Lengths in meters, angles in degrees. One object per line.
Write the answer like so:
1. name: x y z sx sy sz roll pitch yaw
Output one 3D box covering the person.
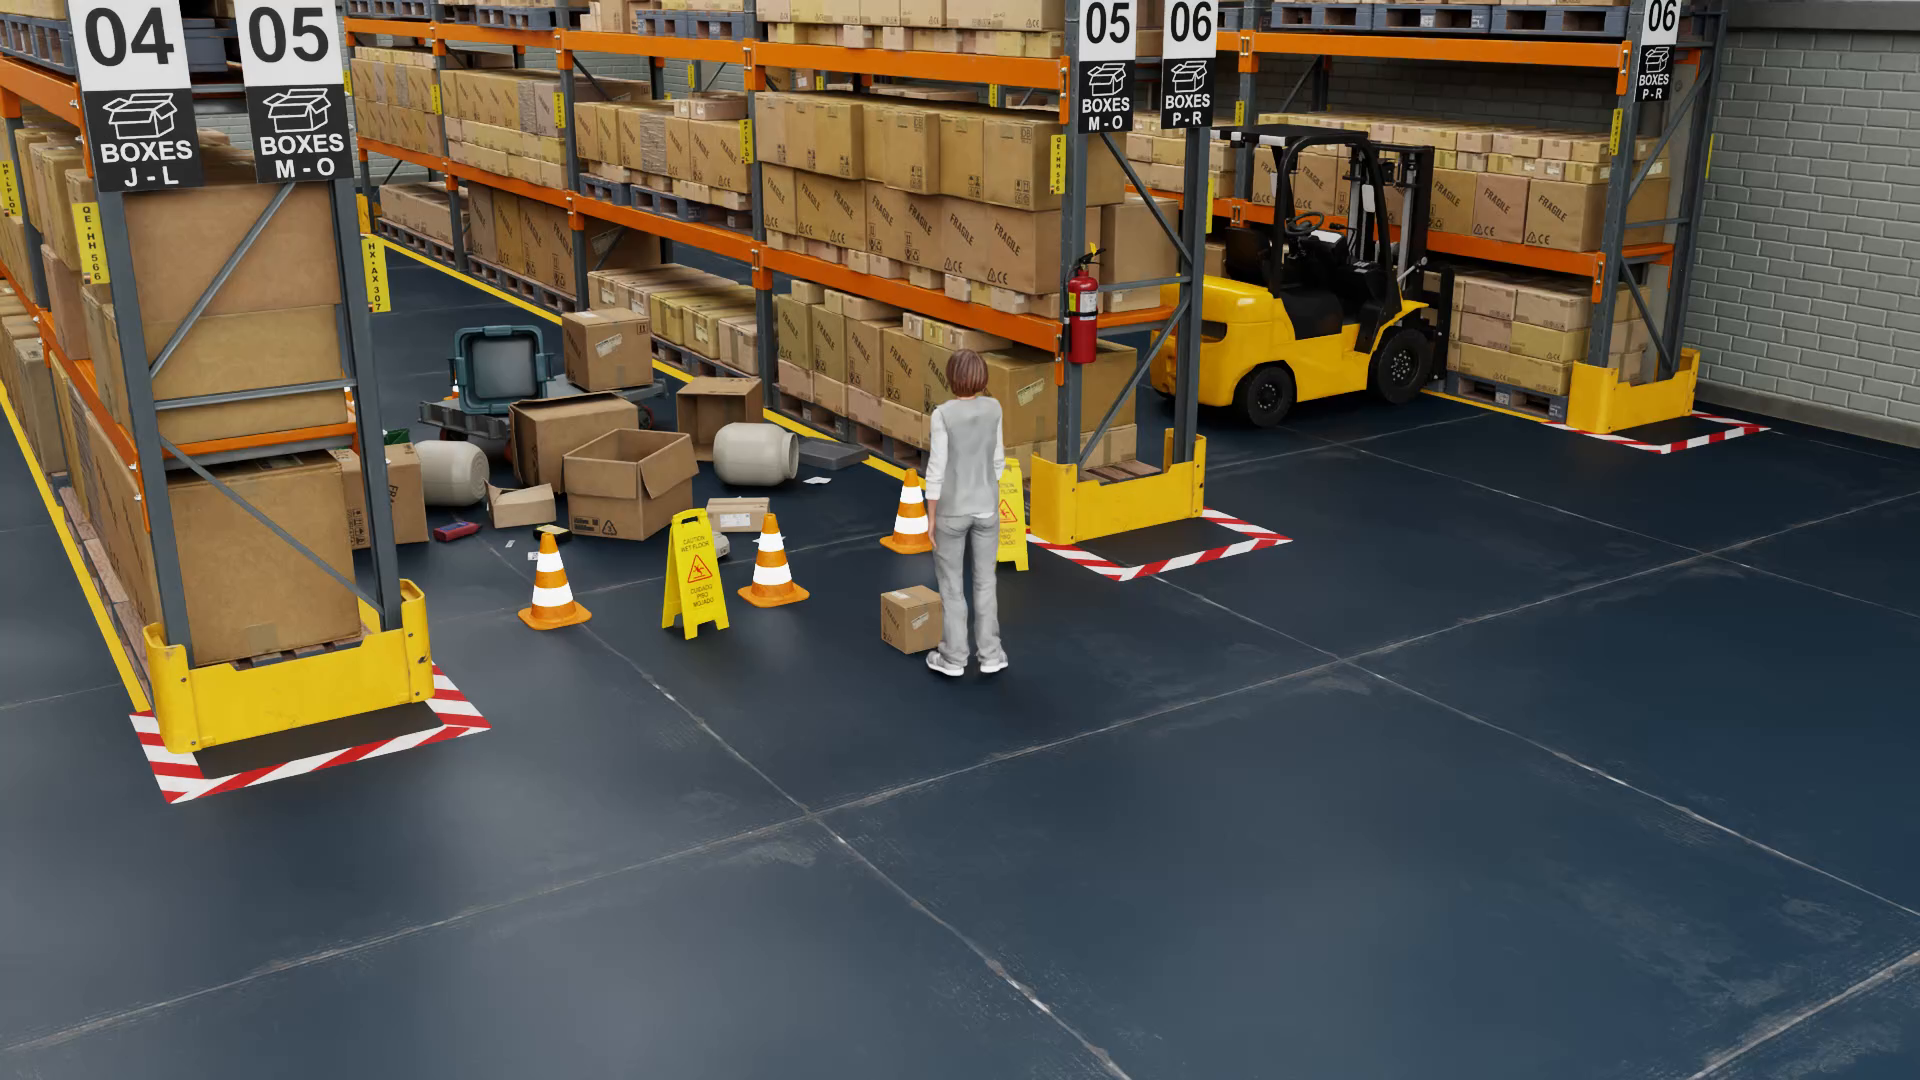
1. person: 0.029 -0.124 7.883 0.441 1.601 0.359 -9 20 -24
